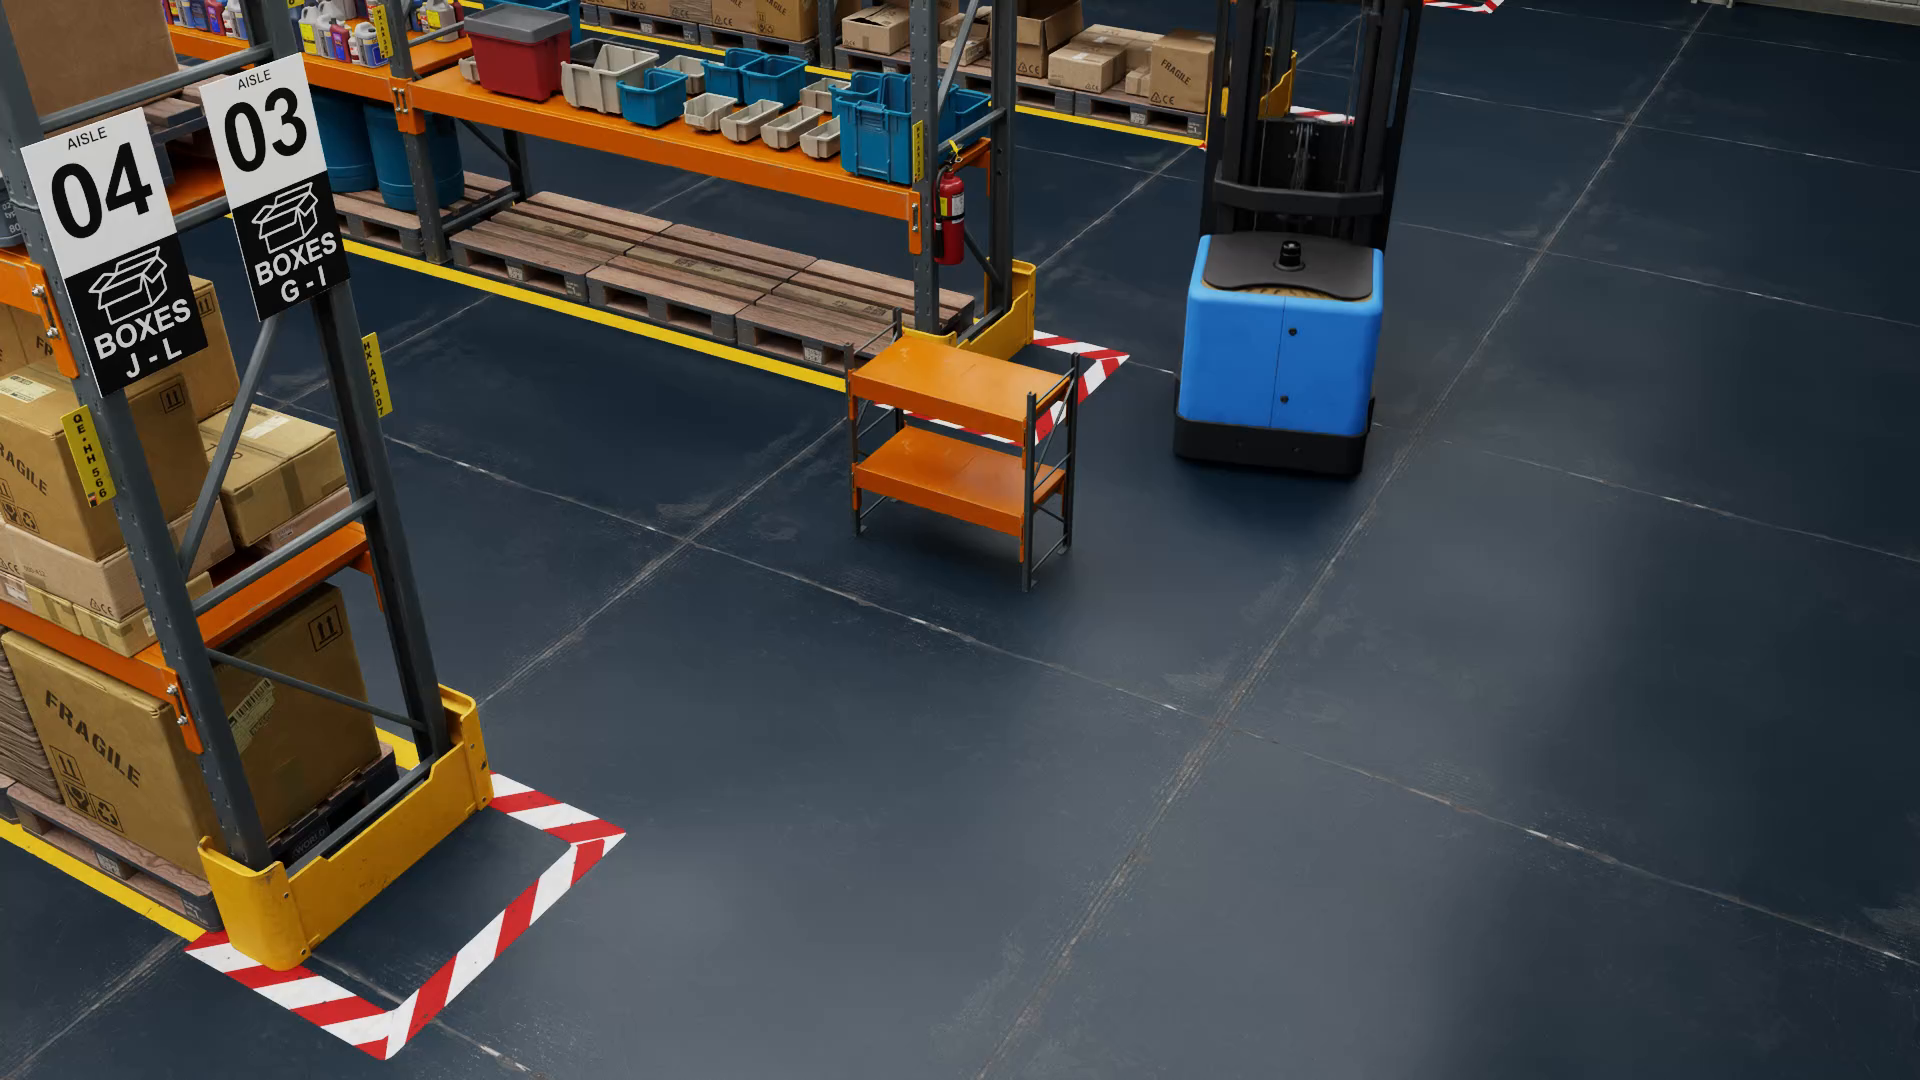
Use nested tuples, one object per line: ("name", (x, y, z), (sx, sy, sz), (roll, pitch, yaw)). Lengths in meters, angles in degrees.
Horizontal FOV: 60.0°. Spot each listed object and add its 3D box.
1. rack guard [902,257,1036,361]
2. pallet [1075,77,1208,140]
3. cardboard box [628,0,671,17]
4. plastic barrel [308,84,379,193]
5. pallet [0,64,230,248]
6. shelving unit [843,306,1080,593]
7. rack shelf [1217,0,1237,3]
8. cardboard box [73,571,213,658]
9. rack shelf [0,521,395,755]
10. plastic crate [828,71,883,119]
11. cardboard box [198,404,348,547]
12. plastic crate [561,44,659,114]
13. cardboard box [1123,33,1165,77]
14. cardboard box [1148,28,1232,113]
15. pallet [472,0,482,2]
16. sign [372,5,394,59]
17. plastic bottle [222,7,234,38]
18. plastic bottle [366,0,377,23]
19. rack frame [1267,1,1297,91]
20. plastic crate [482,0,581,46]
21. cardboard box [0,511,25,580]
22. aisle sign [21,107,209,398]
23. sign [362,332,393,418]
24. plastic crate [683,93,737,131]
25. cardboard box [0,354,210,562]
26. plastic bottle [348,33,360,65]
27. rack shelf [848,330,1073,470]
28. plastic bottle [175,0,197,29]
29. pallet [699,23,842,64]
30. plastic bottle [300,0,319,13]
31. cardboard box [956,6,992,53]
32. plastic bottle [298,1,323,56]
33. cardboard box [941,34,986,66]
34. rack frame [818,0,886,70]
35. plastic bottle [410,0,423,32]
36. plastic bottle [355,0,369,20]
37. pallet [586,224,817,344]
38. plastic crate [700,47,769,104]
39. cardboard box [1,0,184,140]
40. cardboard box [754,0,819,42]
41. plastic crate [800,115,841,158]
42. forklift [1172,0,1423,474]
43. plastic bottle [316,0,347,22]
("rack guard", (0.059, -1.279, 10.220), (0.348, 0.500, 1.175), (18, 37, 24))
("pallet", (1.734, -3.782, 14.239), (1.213, 0.211, 1.003), (18, 37, 24))
("cardboard box", (-2.854, -5.360, 15.951), (0.500, 0.500, 0.500), (16, 37, 23))
("plastic barrel", (-4.520, -3.074, 12.174), (0.708, 0.901, 0.600), (18, 37, 24))
("pallet", (-3.075, -1.347, 5.440), (1.213, 0.211, 1.003), (18, 37, 24))
("shelving unit", (0.006, -0.466, 8.435), (1.048, 1.125, 0.538), (18, 37, 24))
("rack shelf", (0.756, -4.953, 14.131), (4.000, 0.370, 1.077), (18, 37, 24))
("cardboard box", (-2.899, 0.229, 5.927), (0.250, 0.149, 0.380), (18, 38, 25))
("rack shelf", (-4.163, -0.187, 6.974), (4.000, 0.370, 1.077), (18, 37, 24))
("plastic crate", (-0.591, -2.683, 10.169), (0.300, 0.233, 0.416), (18, 37, 24))
("cardboard box", (-2.709, -0.260, 6.301), (0.500, 0.250, 0.500), (17, 37, 23))
("plastic crate", (-2.207, -2.887, 10.432), (0.530, 0.282, 0.437), (18, 37, 24))
("cardboard box", (1.727, -4.165, 14.382), (0.500, 0.250, 0.500), (18, 37, 24))
("cardboard box", (1.898, -3.876, 13.723), (0.500, 0.500, 0.500), (18, 37, 24))
("pallet", (-5.149, -5.987, 17.551), (1.213, 0.211, 1.003), (18, 37, 24))
("sign", (-3.716, -3.271, 10.706), (0.005, 0.325, 0.100), (18, 37, 24))
("plastic bottle", (-5.131, -3.649, 11.703), (0.097, 0.201, 0.097), (0, 34, 0))
("plastic bottle", (-4.228, -3.847, 12.000), (0.097, 0.201, 0.097), (0, 34, 0))
("rack frame", (2.493, -4.703, 13.106), (0.127, 3.000, 1.000), (18, 37, 24))
("plastic crate", (-2.867, -3.474, 11.221), (0.575, 0.384, 0.392), (18, 37, 24))
("cardboard box", (-3.419, -0.143, 6.126), (0.500, 0.250, 0.500), (17, 37, 24))
("aisle sign", (-2.512, -0.854, 4.981), (0.004, 0.787, 0.394), (18, 37, 24))
("sign", (-2.146, -0.595, 6.085), (0.005, 0.325, 0.100), (18, 37, 24))
("plastic crate", (-1.531, -2.596, 10.126), (0.250, 0.136, 0.298), (18, 37, 24))
("cardboard box", (-2.979, -0.318, 5.711), (0.500, 0.500, 0.500), (18, 38, 25))
("plastic bottle", (-4.058, -3.309, 11.192), (0.097, 0.201, 0.097), (0, 34, 0))
("rack shelf", (0.006, -0.710, 8.273), (1.000, 0.278, 0.538), (18, 37, 24))
("plastic bottle", (-5.495, -3.813, 11.881), (0.135, 0.276, 0.152), (18, 37, 24))
("pallet", (-1.705, -4.848, 15.839), (1.213, 0.211, 1.003), (18, 37, 24))
("plastic bottle", (-4.491, -3.615, 11.517), (0.185, 0.351, 0.144), (18, 37, 24))
("cardboard box", (0.306, -4.640, 15.041), (0.500, 0.311, 0.500), (18, 37, 24))
("plastic bottle", (-4.402, -3.495, 11.336), (0.185, 0.351, 0.144), (18, 37, 24))
("cardboard box", (0.033, -4.354, 14.741), (0.250, 0.166, 0.380), (18, 37, 24))
("rack frame", (-0.980, -5.803, 14.758), (0.127, 3.000, 1.000), (18, 37, 24))
("plastic bottle", (-3.858, -3.759, 11.805), (0.097, 0.271, 0.097), (0, 34, 0))
("plastic bottle", (-4.319, -3.922, 12.039), (0.133, 0.283, 0.061), (18, 37, 24))
("pallet", (-1.720, -1.741, 11.174), (1.213, 0.211, 1.003), (18, 37, 24))
("plastic crate", (-1.423, -2.946, 10.565), (0.300, 0.233, 0.416), (18, 37, 24))
("cardboard box", (-2.904, -1.560, 5.121), (0.500, 0.500, 0.700), (15, 37, 22))
("cardboard box", (-1.551, -4.943, 15.325), (0.500, 0.500, 0.500), (17, 37, 24))
("plastic crate", (-0.766, -2.372, 9.790), (0.243, 0.136, 0.396), (18, 37, 24))
("forklift", (2.008, -2.391, 9.696), (1.130, 2.935, 3.031), (7, 34, 10))
("plastic bottle", (-4.534, -3.861, 11.953), (0.135, 0.276, 0.152), (18, 37, 24))
